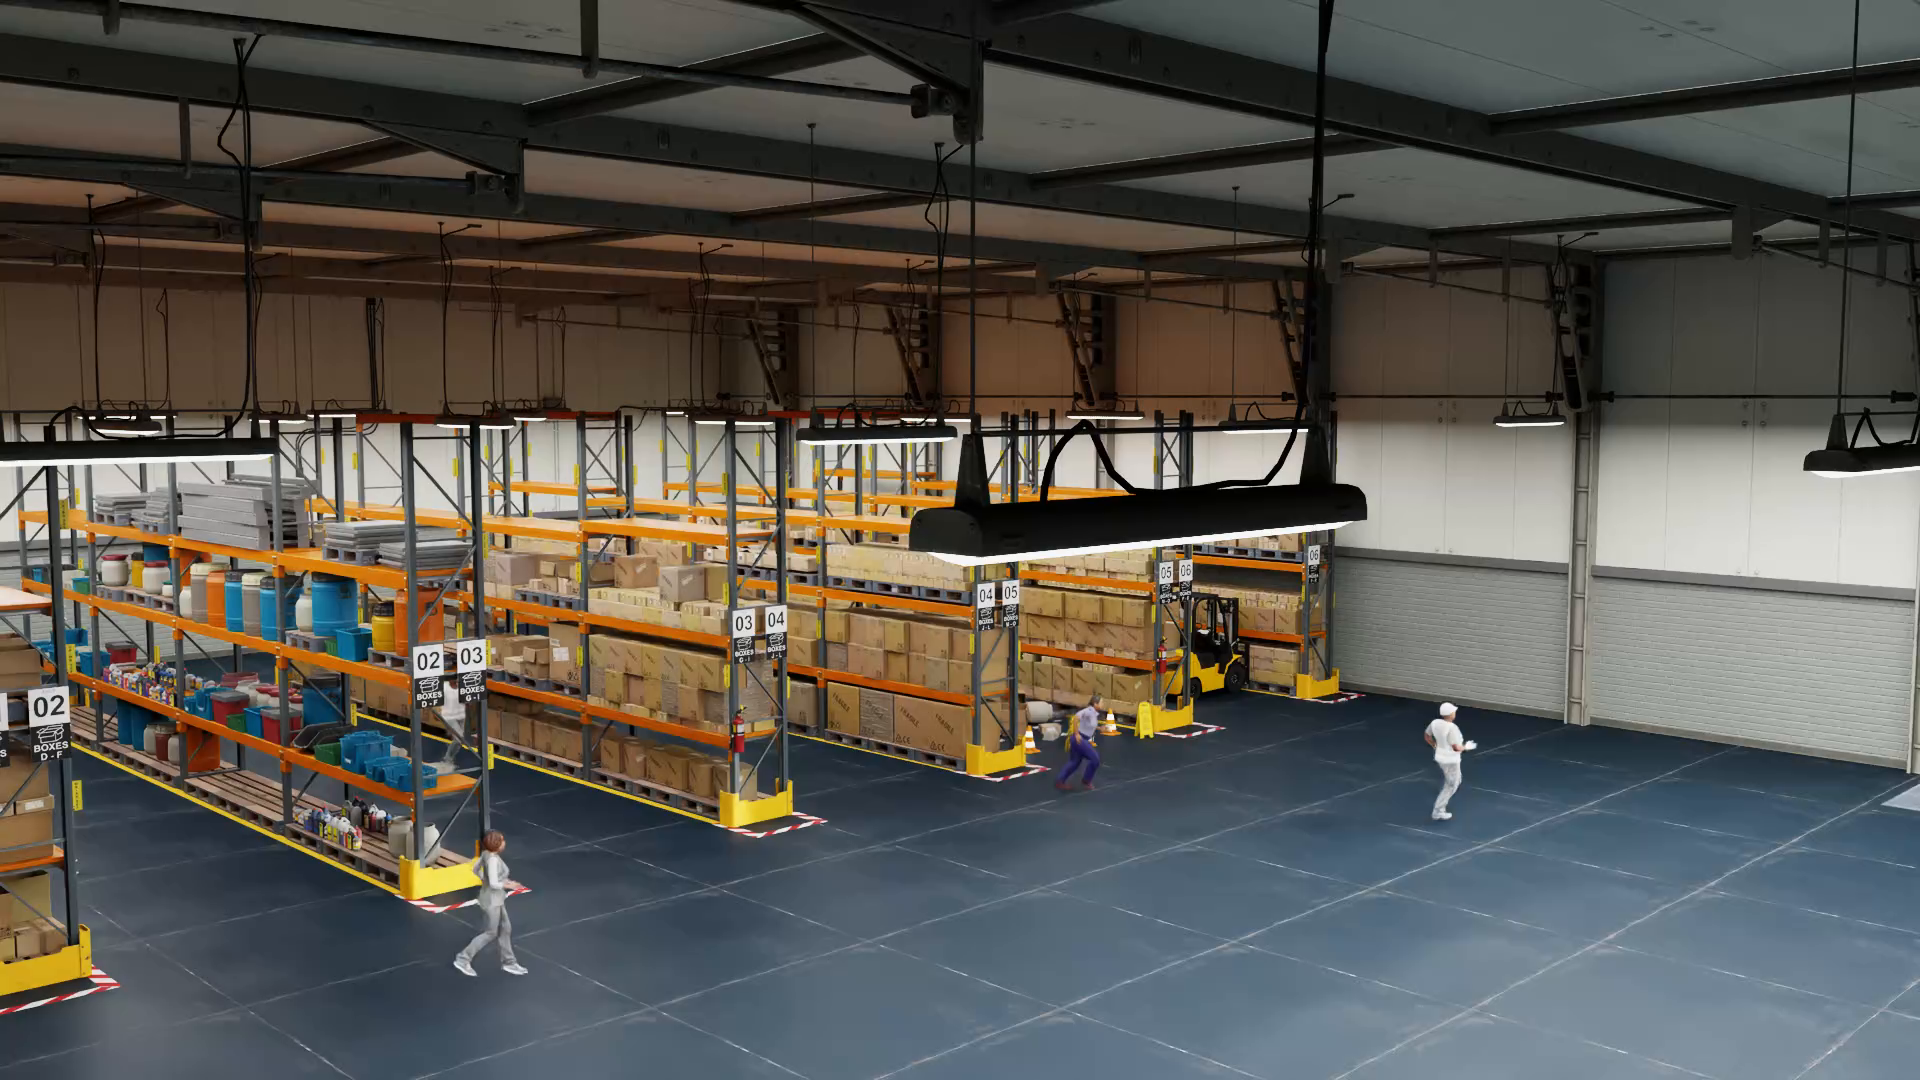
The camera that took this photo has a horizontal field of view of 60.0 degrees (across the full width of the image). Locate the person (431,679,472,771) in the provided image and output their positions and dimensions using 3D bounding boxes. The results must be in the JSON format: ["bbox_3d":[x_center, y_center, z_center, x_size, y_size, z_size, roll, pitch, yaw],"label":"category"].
[{"bbox_3d":[-8.504,3.017,28.011,0.660,1.741,0.692,3,6,31],"label":"person"}]

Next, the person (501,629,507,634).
[{"bbox_3d":[-9.049,2.581,33.622,0.547,1.654,0.605,4,6,38],"label":"person"}]

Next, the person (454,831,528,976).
[{"bbox_3d":[-5.109,3.966,18.053,0.779,1.618,0.562,-2,5,-19],"label":"person"}]

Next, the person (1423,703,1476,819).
[{"bbox_3d":[7.333,3.295,24.807,0.633,1.767,0.662,-1,5,-10],"label":"person"}]

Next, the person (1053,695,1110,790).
[{"bbox_3d":[1.952,3.267,26.735,0.893,1.570,0.633,1,5,8],"label":"person"}]
